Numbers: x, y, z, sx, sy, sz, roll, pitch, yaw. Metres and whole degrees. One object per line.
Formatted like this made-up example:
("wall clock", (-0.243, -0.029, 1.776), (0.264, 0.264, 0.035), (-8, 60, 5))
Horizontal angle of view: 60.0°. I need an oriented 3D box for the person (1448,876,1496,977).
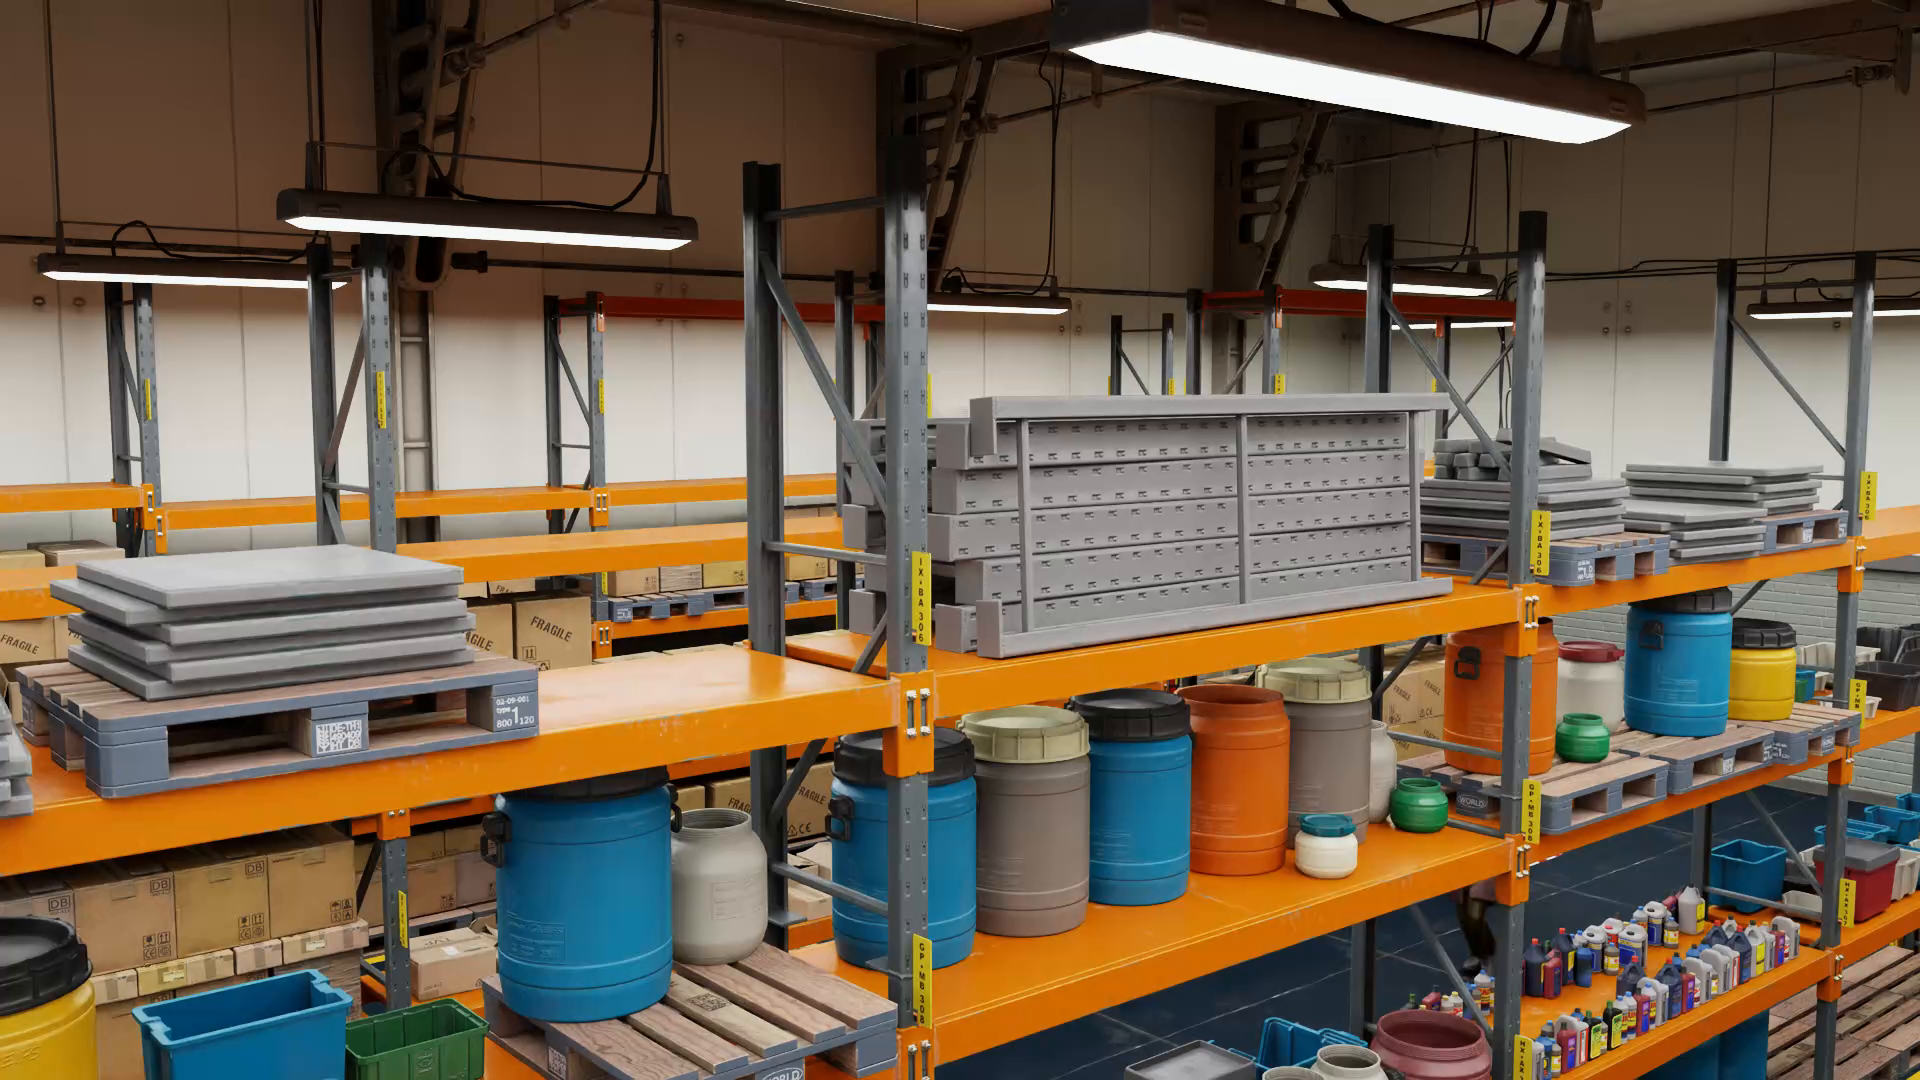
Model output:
("person", (4.426, 2.910, 14.394), (0.708, 1.766, 0.702), (5, 7, 40))
